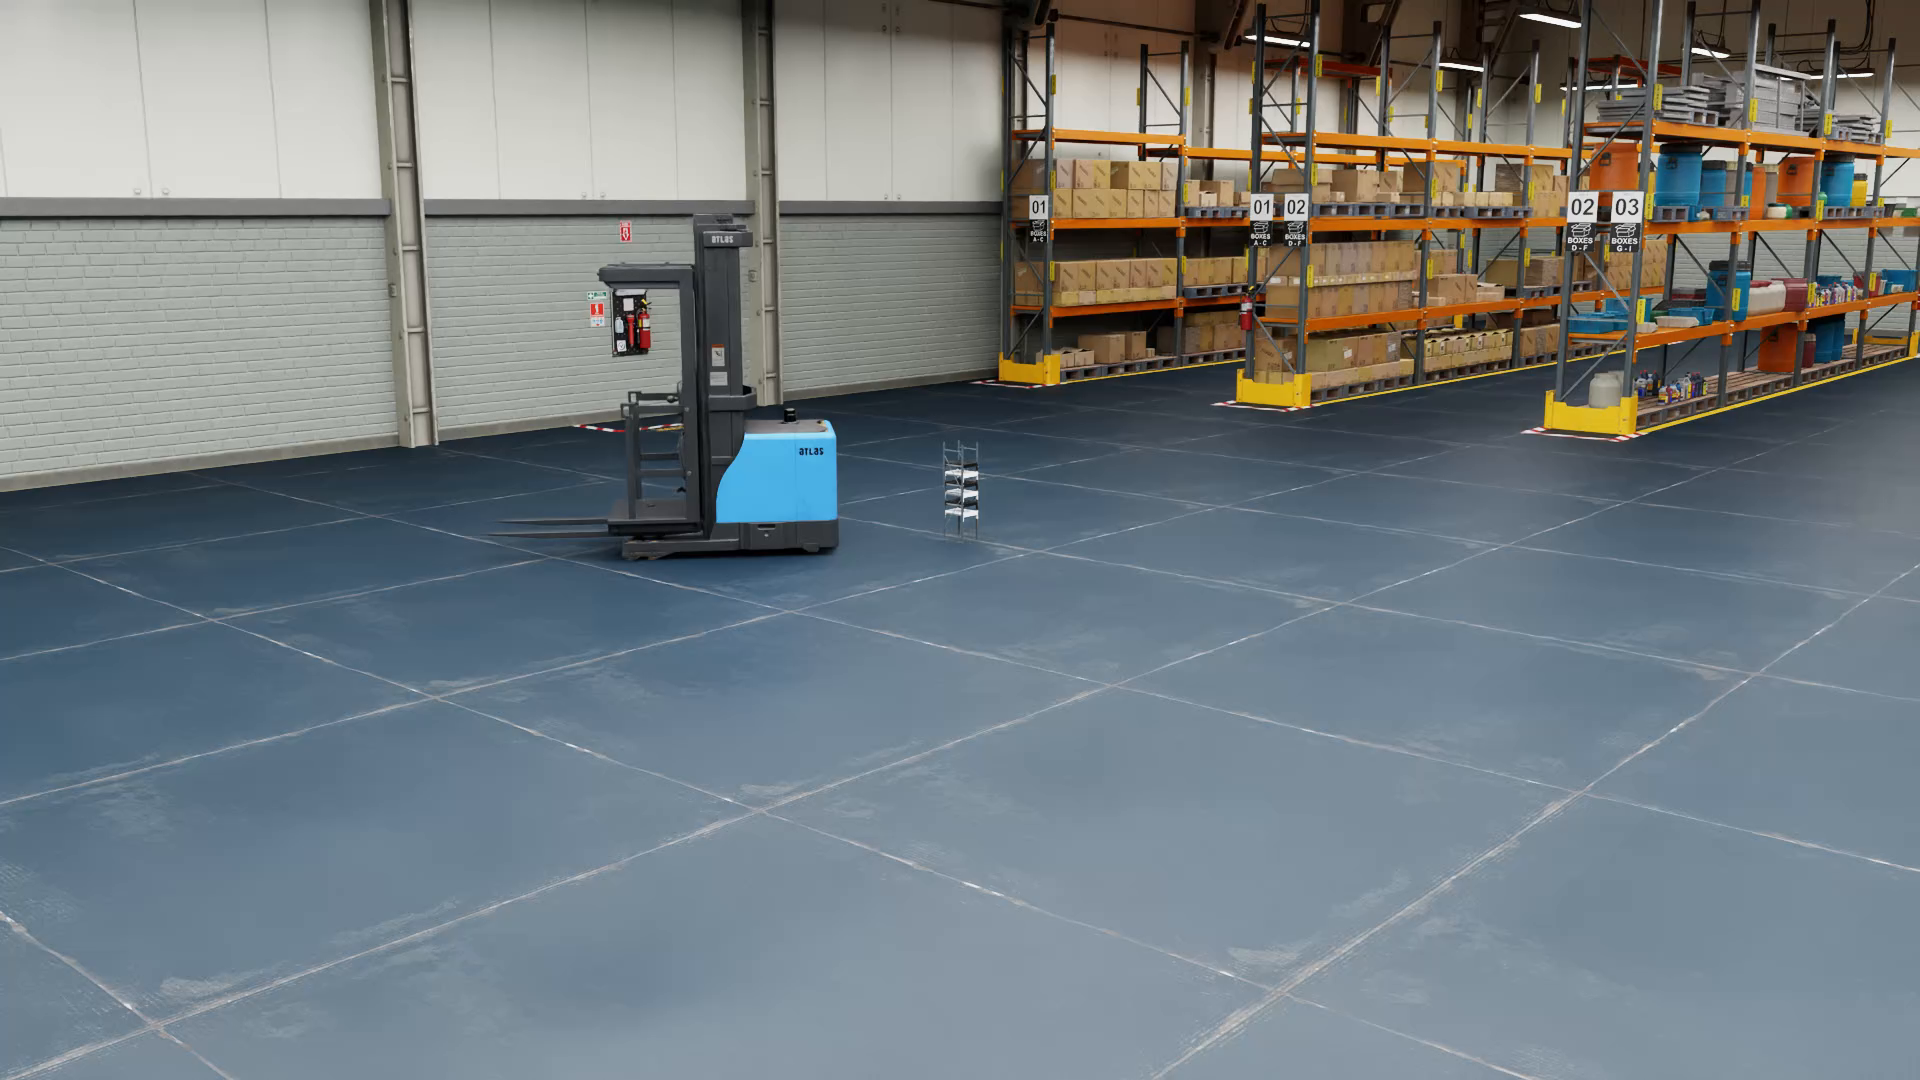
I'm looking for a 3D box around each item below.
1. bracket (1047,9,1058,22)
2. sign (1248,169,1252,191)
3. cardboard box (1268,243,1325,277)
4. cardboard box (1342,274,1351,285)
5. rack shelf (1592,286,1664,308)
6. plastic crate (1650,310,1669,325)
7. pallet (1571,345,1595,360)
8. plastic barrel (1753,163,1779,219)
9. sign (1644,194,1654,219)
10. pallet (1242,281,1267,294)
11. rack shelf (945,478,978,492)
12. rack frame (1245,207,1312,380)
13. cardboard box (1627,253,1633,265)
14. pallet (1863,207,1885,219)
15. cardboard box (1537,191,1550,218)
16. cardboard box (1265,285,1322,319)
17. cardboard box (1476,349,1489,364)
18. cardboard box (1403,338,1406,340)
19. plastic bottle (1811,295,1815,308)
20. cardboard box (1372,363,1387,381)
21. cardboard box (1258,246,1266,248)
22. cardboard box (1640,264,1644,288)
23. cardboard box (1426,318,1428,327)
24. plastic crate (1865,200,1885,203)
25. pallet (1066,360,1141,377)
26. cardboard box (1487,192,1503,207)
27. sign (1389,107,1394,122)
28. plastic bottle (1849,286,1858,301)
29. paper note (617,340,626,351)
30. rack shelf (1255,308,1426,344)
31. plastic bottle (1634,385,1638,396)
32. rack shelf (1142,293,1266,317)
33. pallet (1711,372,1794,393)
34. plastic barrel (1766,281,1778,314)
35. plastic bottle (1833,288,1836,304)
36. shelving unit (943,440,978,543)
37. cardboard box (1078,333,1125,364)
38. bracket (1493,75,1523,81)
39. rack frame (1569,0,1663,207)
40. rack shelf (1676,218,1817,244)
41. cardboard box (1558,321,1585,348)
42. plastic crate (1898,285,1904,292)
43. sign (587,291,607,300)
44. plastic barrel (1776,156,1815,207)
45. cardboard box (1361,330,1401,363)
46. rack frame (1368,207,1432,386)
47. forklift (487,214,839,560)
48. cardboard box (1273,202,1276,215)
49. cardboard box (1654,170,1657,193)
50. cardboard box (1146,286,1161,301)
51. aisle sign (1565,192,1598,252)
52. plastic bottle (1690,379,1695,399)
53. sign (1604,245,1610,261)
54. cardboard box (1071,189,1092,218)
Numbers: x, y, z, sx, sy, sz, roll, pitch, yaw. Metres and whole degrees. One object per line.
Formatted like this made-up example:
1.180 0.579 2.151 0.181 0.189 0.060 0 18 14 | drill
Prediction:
1.514 -9.177 29.029 0.235 0.232 0.430 10 15 40 | bracket
4.486 -5.538 25.603 0.100 0.325 0.005 10 15 40 | sign
5.237 -4.360 25.852 0.700 0.500 0.500 10 15 41 | cardboard box
5.985 -4.149 26.452 0.380 0.149 0.250 9 14 38 | cardboard box
14.126 -5.307 35.997 1.077 0.370 4.000 10 15 40 | rack shelf
10.135 -3.280 24.555 0.450 0.188 0.662 10 15 40 | plastic crate
12.297 -3.873 34.103 1.003 0.211 1.213 10 15 40 | pallet
13.178 -5.760 27.490 0.600 0.901 0.600 0 11 0 | plastic barrel
9.013 -4.362 21.751 0.100 0.325 0.005 10 15 40 | sign
6.051 -5.204 34.136 1.213 0.211 1.003 10 15 40 | pallet
0.005 -0.498 15.157 0.258 0.077 0.200 10 15 40 | rack shelf
4.884 -3.600 25.614 1.000 3.000 0.127 10 15 40 | rack frame
14.008 -6.089 35.269 0.500 0.500 0.500 9 15 39 | cardboard box
16.080 -5.975 30.328 1.213 0.211 1.003 10 15 40 | pallet
10.764 -6.440 31.922 0.910 0.500 0.500 10 15 40 | cardboard box
5.202 -3.716 25.940 0.700 0.500 0.500 10 15 40 | cardboard box
9.329 -3.375 30.439 0.500 0.250 0.500 10 15 42 | cardboard box
7.577 -3.417 29.218 0.500 0.311 0.500 10 15 40 | cardboard box
14.663 -4.143 28.631 0.061 0.283 0.133 10 15 40 | plastic bottle
6.726 -2.801 27.566 0.500 0.250 0.500 10 15 40 | cardboard box
6.546 -6.089 35.098 0.500 0.250 0.500 10 15 42 | cardboard box
14.349 -5.678 35.764 0.500 0.500 0.500 9 15 40 | cardboard box
10.674 -5.310 39.488 0.700 0.500 0.500 9 14 39 | cardboard box
17.949 -6.564 32.955 0.504 0.338 0.767 10 15 40 | plastic crate
2.579 -3.177 30.617 1.003 0.211 1.213 10 15 40 | pallet
9.575 -6.226 30.418 0.500 0.250 0.500 10 15 42 | cardboard box
9.497 -9.375 36.628 0.100 0.325 0.005 10 15 40 | sign
16.506 -4.564 30.757 0.152 0.276 0.135 10 15 40 | plastic bottle
-4.816 -2.764 23.679 0.016 0.148 0.142 10 15 40 | paper note
6.204 -3.541 27.158 1.077 0.370 4.000 10 15 40 | rack shelf
9.990 -2.199 24.621 0.097 0.201 0.097 0 11 0 | plastic bottle
5.121 -4.770 33.308 1.077 0.370 4.000 10 15 40 | rack shelf
13.343 -2.659 28.025 1.003 0.211 1.213 10 15 40 | pallet
13.087 -3.950 27.080 0.421 0.512 0.421 0 11 0 | plastic barrel
15.572 -4.345 29.646 0.061 0.283 0.133 10 15 40 | plastic bottle
0.005 -0.442 15.168 0.258 0.900 0.210 10 15 40 | shelving unit
2.583 -3.505 30.399 0.700 0.500 0.500 9 14 37 | cardboard box
14.570 -12.087 43.599 0.076 0.066 3.189 10 15 40 | bracket
8.602 -5.901 21.817 1.000 3.000 0.127 10 15 40 | rack frame
12.563 -4.960 26.601 1.077 0.370 4.000 10 15 40 | rack shelf
12.362 -4.174 33.747 0.500 0.500 0.500 10 15 41 | cardboard box
18.762 -5.069 33.493 0.396 0.136 0.243 10 15 40 | plastic crate
-5.080 -3.422 23.280 0.001 0.109 0.331 10 15 40 | sign
14.260 -6.106 28.337 0.600 0.830 0.708 10 15 40 | plastic barrel
7.044 -3.245 27.871 0.500 0.500 0.500 10 15 40 | cardboard box
7.525 -4.188 28.560 1.000 3.000 0.127 10 15 40 | rack frame
-2.625 -1.370 14.627 3.031 2.935 1.130 -1 11 -7 | forklift
6.169 -6.713 33.719 0.500 0.311 0.500 10 15 40 | cardboard box
15.119 -7.886 36.609 0.700 0.500 0.500 10 15 40 | cardboard box
3.381 -4.583 30.870 0.500 0.250 0.500 10 15 41 | cardboard box
8.332 -4.261 22.289 0.394 0.787 0.004 10 15 40 | aisle sign
10.831 -2.241 24.625 0.133 0.283 0.061 -11 16 -44 | plastic bottle
13.225 -5.862 33.983 0.100 0.325 0.005 10 15 40 | sign
1.950 -5.861 28.969 0.500 0.500 0.500 -11 16 -44 | cardboard box
